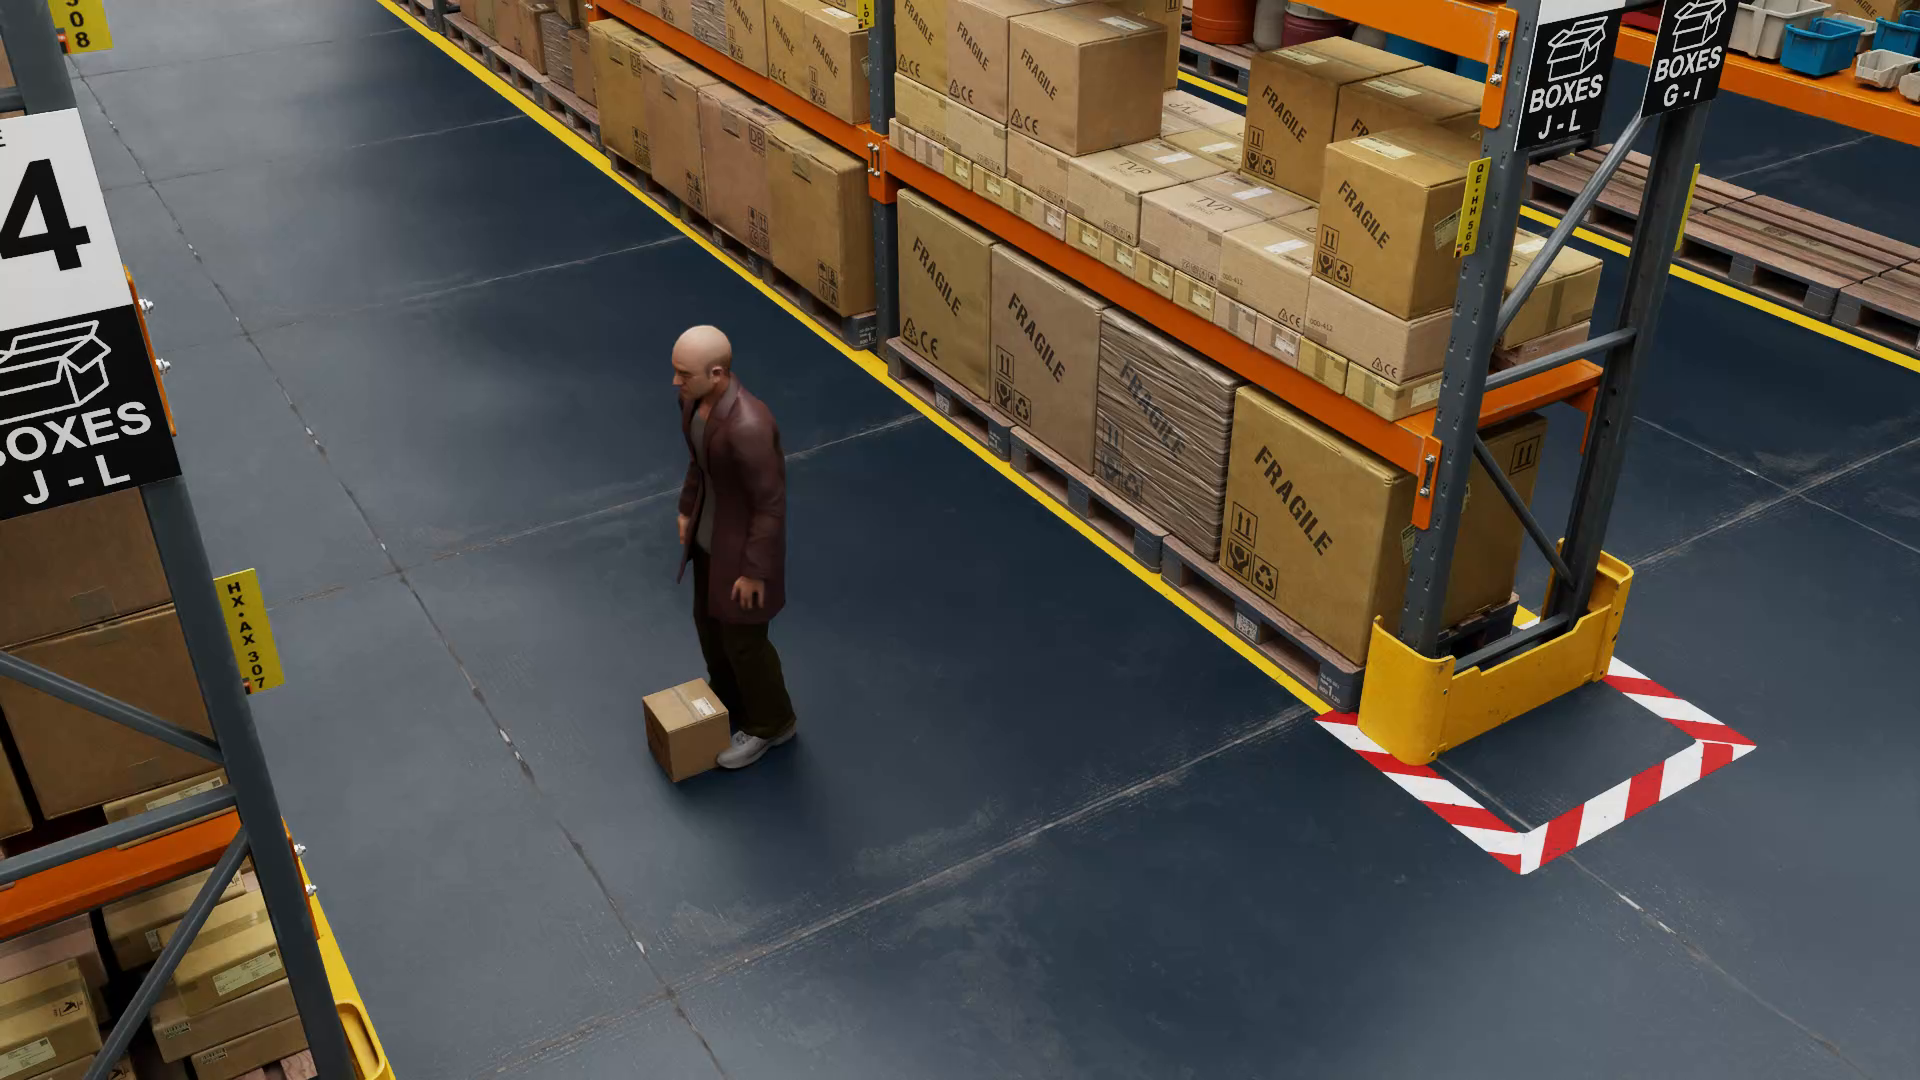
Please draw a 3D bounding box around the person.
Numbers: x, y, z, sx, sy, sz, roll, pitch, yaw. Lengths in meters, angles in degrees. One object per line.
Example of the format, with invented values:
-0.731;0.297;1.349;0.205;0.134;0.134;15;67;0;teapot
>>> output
-0.850;0.011;6.133;0.423;1.774;0.643;-19;37;-27;person
